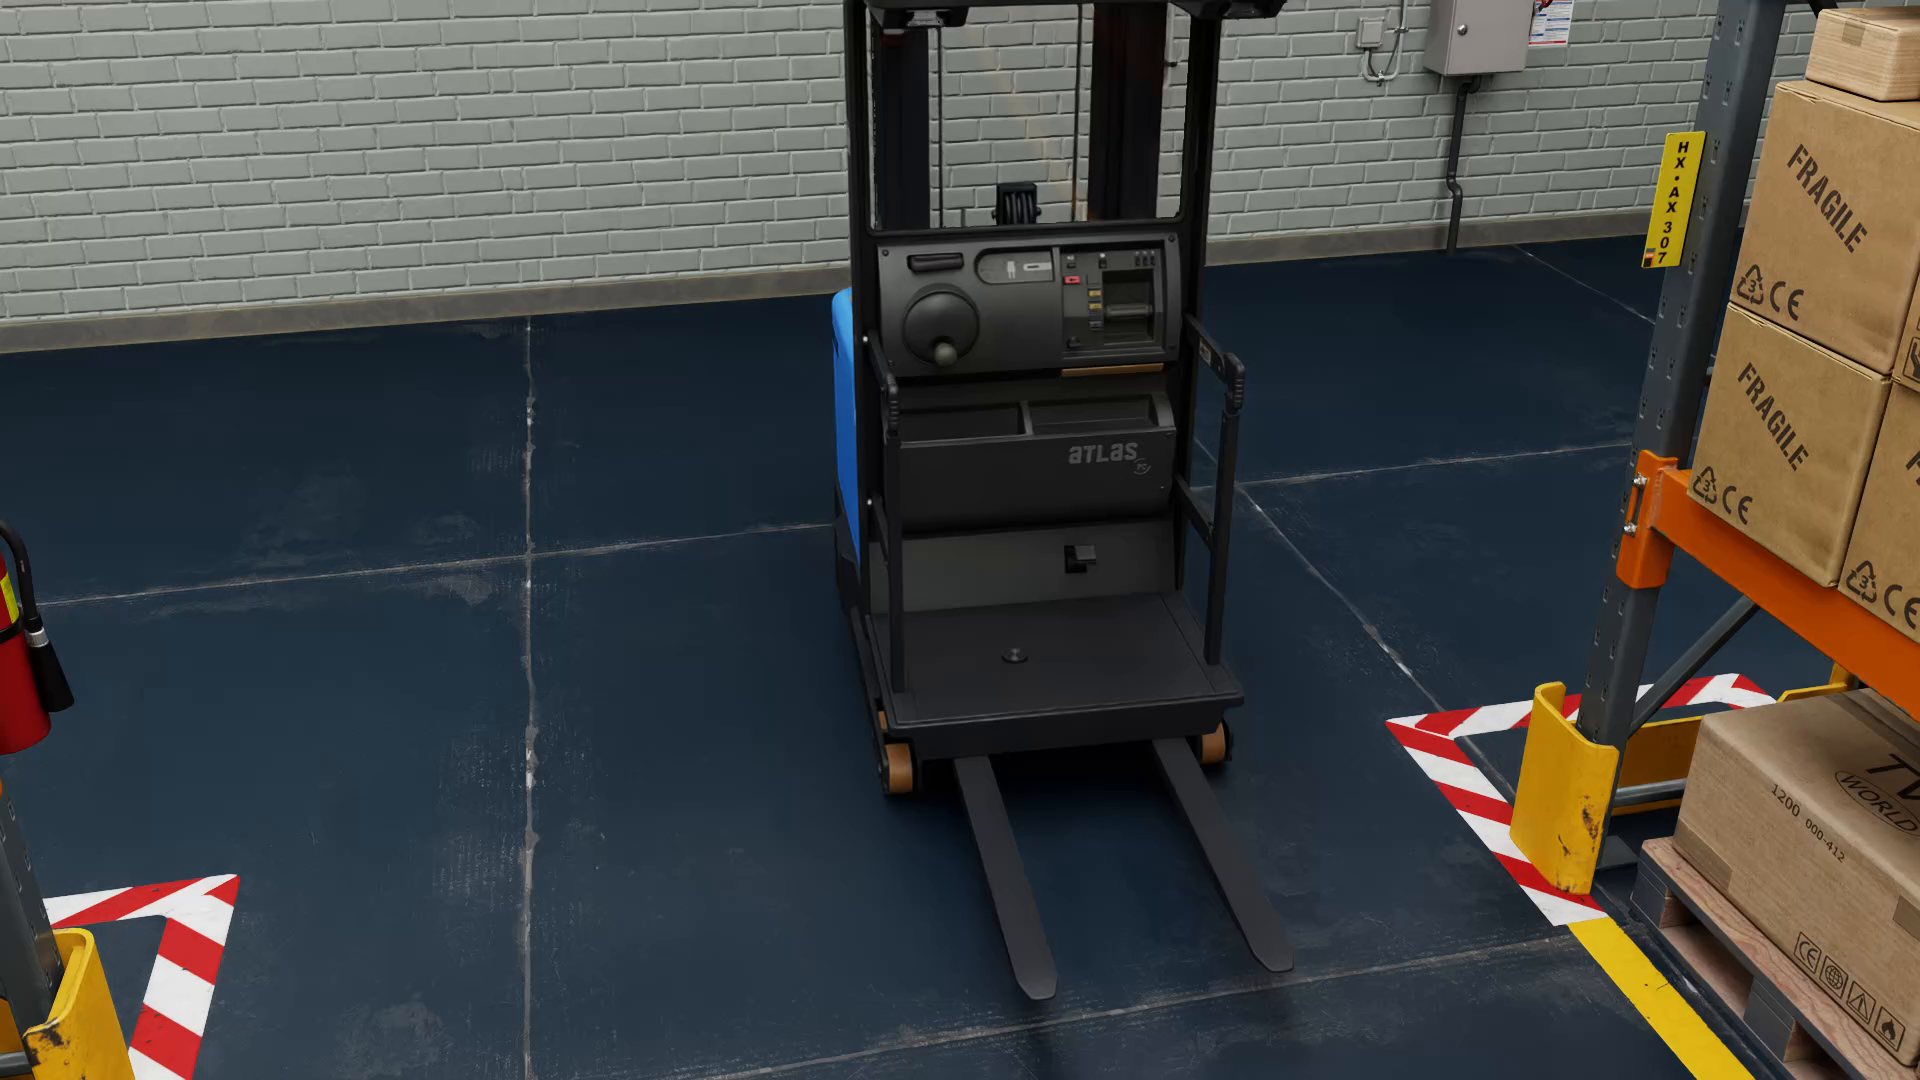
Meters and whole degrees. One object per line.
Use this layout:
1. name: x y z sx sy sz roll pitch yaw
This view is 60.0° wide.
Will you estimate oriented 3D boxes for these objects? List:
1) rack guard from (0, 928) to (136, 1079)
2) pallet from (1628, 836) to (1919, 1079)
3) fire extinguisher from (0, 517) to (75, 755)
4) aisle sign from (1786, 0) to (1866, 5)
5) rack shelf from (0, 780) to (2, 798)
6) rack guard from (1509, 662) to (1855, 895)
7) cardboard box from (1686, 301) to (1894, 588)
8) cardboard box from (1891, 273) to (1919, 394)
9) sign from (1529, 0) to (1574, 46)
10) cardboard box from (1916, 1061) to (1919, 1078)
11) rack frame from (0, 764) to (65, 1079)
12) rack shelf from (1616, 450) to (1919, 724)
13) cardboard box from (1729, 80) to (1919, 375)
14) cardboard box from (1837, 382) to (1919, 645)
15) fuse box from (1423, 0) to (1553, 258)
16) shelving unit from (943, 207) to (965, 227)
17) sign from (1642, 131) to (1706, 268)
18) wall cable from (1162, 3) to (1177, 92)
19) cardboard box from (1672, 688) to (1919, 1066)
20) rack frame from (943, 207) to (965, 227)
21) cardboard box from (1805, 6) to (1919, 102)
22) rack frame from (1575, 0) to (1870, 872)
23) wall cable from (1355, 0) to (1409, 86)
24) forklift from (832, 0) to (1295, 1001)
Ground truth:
1. rack guard: -2.533 1.252 3.714 1.175 0.500 0.348 -6 27 -12
2. pallet: 2.506 1.144 4.250 1.003 0.211 1.213 -6 27 -12
3. fire extinguisher: -2.158 0.147 3.630 0.296 0.674 0.183 -6 27 -12
4. aisle sign: 1.951 -1.607 3.719 0.394 0.787 0.004 -6 27 -12
5. rack shelf: -2.100 1.302 1.640 1.077 0.370 4.000 -6 27 -12
6. rack guard: 2.244 0.661 4.885 1.175 0.500 0.348 -6 27 -12
7. cardboard box: 2.078 -0.249 3.803 0.500 0.500 0.500 -6 27 -12
8. cardboard box: 2.203 -0.469 3.130 0.500 0.500 0.500 -7 28 -13
9. sign: 3.470 -3.165 9.797 0.329 0.494 0.001 -6 27 -12
10. cardboard box: 2.710 1.193 3.435 0.875 0.438 0.875 -5 27 -10
11. rack frame: -2.554 0.103 3.216 0.949 2.616 0.053 -6 27 -12
12. rack shelf: 2.700 0.755 2.723 1.077 0.370 4.000 -6 27 -12
13. cardboard box: 2.080 -0.695 3.578 0.500 0.500 0.500 -7 28 -13
14. cardboard box: 2.219 -0.030 3.369 0.500 0.500 0.500 -6 27 -12
15. fuse box: 3.036 -2.491 9.787 0.539 1.711 0.414 -6 27 -12
16. shelving unit: -0.058 -0.703 6.812 0.258 1.200 0.503 -4 27 -8
17. sign: 1.707 -0.812 3.982 0.100 0.325 0.005 -6 27 -12
18. wall cable: 0.956 -3.385 8.965 0.585 1.953 0.123 -6 27 -12
19. cardboard box: 2.496 0.792 4.230 0.875 0.438 0.875 -7 28 -13
20. rack frame: -0.098 -0.812 7.027 0.240 1.200 0.015 -4 27 -8
21. cardboard box: 2.060 -1.041 3.542 0.380 0.149 0.250 -5 27 -11
22. rack frame: 2.250 -0.444 4.301 1.000 3.000 0.127 -6 27 -12
23. wall cable: 2.335 -3.520 9.267 0.588 1.984 0.122 -6 27 -12
24. forklift: 0.253 -0.689 4.863 1.130 2.935 3.031 -4 27 -8
